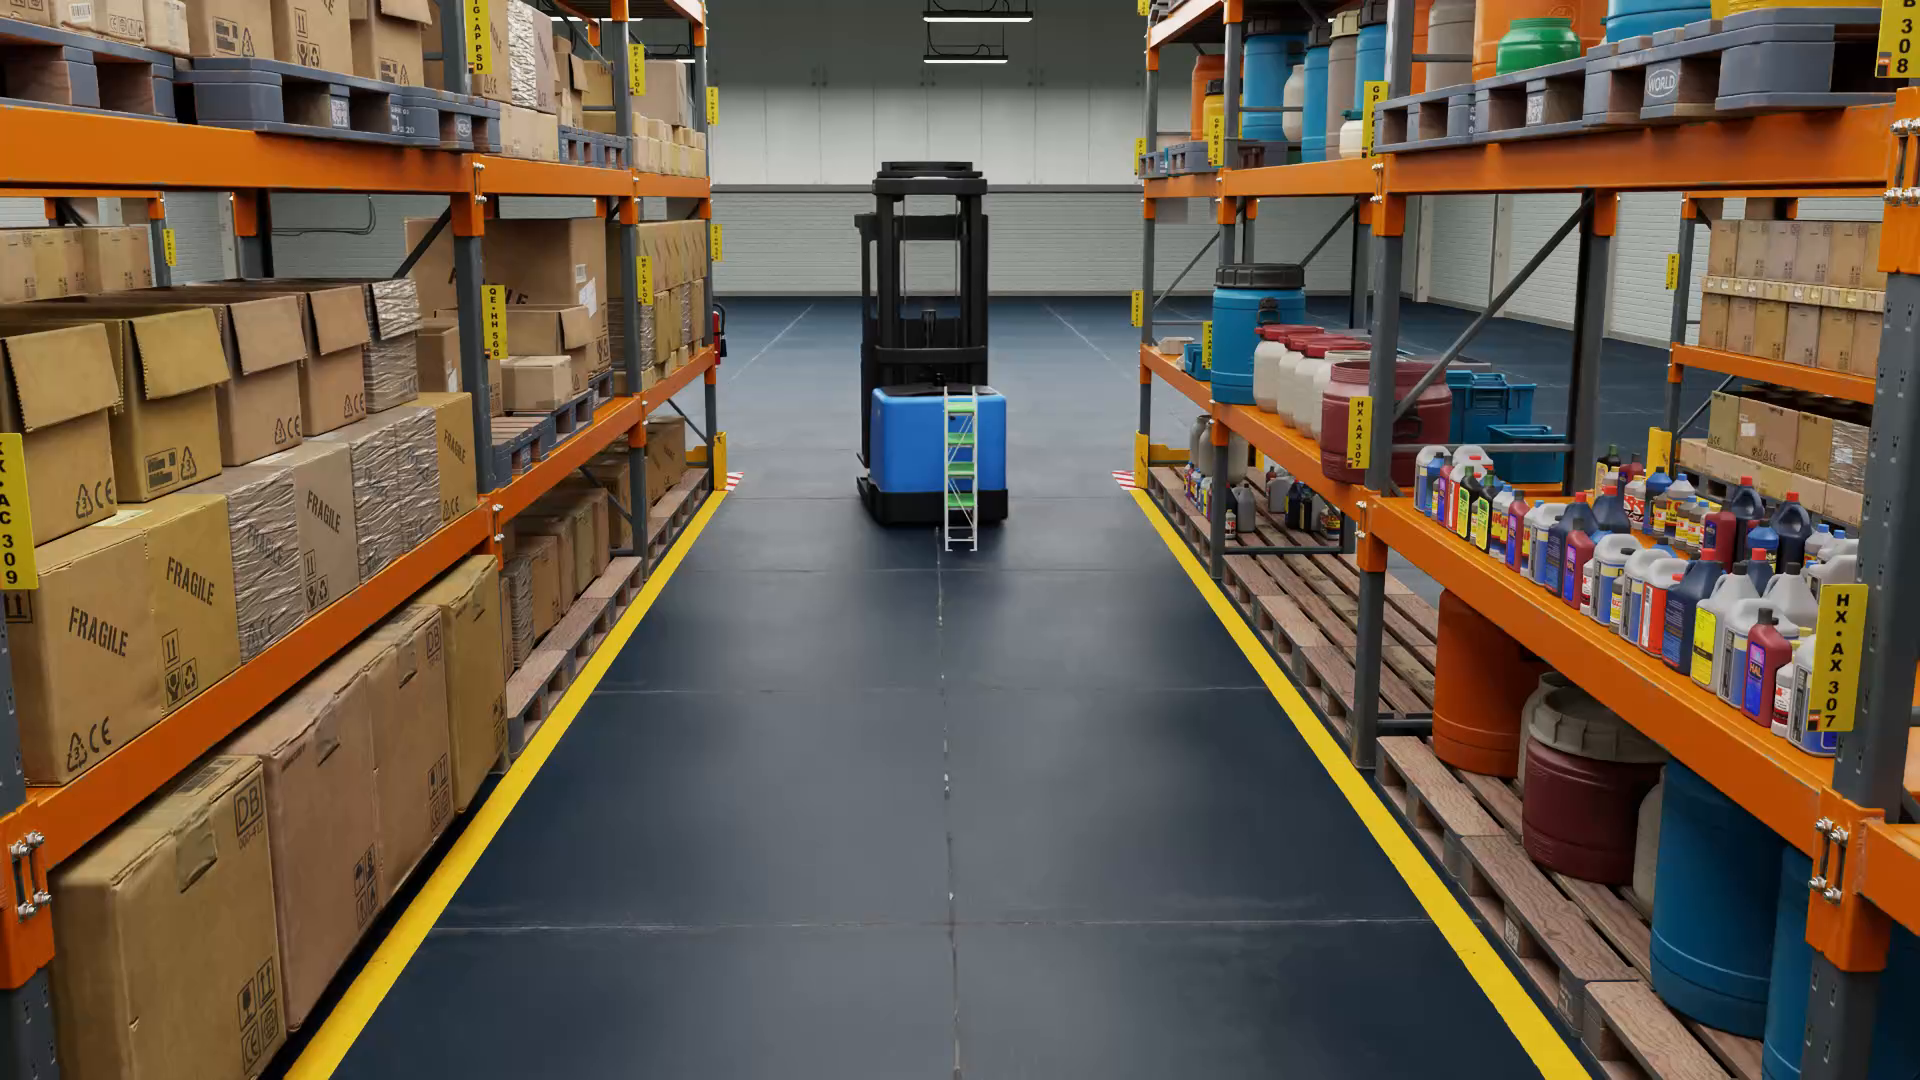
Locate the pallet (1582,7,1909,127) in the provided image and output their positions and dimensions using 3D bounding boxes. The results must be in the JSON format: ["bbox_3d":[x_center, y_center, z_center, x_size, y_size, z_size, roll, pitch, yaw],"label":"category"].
[{"bbox_3d":[2.318,-1.145,4.090,1.213,0.211,1.003,0,11,-1],"label":"pallet"}]

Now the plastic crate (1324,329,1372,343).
[{"bbox_3d":[2.582,-1.139,10.968,0.402,0.464,0.583,0,11,-1],"label":"plastic crate"}]

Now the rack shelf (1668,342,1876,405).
[{"bbox_3d":[7.177,-1.267,13.570,1.077,0.370,4.000,0,11,-1],"label":"rack shelf"}]

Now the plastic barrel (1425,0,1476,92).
[{"bbox_3d":[2.549,-2.287,7.984,0.600,0.901,0.600,0,11,0],"label":"plastic barrel"}]

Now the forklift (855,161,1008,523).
[{"bbox_3d":[-0.338,-1.820,14.656,1.130,2.935,3.031,-2,12,-8],"label":"forklift"}]

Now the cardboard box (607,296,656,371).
[{"bbox_3d":[-2.633,-1.467,11.745,0.875,0.500,0.500,0,11,-1],"label":"cardboard box"}]

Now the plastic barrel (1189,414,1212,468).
[{"bbox_3d":[2.273,-0.854,14.924,0.421,0.512,0.421,0,11,0],"label":"plastic barrel"}]

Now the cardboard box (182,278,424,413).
[{"bbox_3d":[-2.604,-0.782,6.596,0.797,0.503,0.637,0,11,1],"label":"cardboard box"}]

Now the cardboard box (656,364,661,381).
[{"bbox_3d":[-2.429,-1.252,12.318,0.380,0.149,0.250,0,11,-1],"label":"cardboard box"}]

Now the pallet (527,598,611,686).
[{"bbox_3d":[-2.640,0.582,9.658,1.003,0.211,1.213,0,11,-1],"label":"pallet"}]

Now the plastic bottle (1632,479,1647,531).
[{"bbox_3d":[2.775,-0.143,6.720,0.097,0.201,0.097,0,11,0],"label":"plastic bottle"}]

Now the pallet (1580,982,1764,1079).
[{"bbox_3d":[2.457,1.601,4.638,1.003,0.211,1.213,0,11,-1],"label":"pallet"}]

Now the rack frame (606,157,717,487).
[{"bbox_3d":[-2.768,-1.977,15.261,1.000,3.000,0.127,0,11,-1],"label":"rack frame"}]

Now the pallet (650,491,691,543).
[{"bbox_3d":[-2.763,-0.192,13.475,1.003,0.211,1.213,0,11,-1],"label":"pallet"}]

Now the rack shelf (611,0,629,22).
[{"bbox_3d":[-2.644,-3.176,8.897,1.077,0.370,4.000,0,11,-1],"label":"rack shelf"}]

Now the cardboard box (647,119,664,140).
[{"bbox_3d":[-2.409,-3.049,12.372,0.380,0.149,0.250,0,11,-2],"label":"cardboard box"}]

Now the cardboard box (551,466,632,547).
[{"bbox_3d":[-2.654,-0.243,11.941,0.500,0.500,0.500,-1,11,-3],"label":"cardboard box"}]

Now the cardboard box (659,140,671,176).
[{"bbox_3d":[-2.455,-2.873,12.510,0.500,0.250,0.500,-1,11,-3],"label":"cardboard box"}]

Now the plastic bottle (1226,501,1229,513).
[{"bbox_3d":[1.926,-0.181,12.133,0.061,0.283,0.133,0,11,2],"label":"plastic bottle"}]

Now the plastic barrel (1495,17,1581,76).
[{"bbox_3d":[2.141,-1.796,6.155,0.294,0.245,0.294,0,11,0],"label":"plastic barrel"}]

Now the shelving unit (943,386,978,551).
[{"bbox_3d":[0.003,-0.555,12.778,0.258,1.200,0.503,0,11,-1],"label":"shelving unit"}]

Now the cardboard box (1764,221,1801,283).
[{"bbox_3d":[7.161,-2.394,13.801,0.700,0.500,0.500,0,11,-1],"label":"cardboard box"}]

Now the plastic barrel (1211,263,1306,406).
[{"bbox_3d":[1.971,-1.370,11.008,0.600,0.901,0.708,0,11,-1],"label":"plastic barrel"}]

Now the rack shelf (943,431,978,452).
[{"bbox_3d":[0.003,-0.728,12.743,0.258,0.148,0.480,0,11,-1],"label":"rack shelf"}]

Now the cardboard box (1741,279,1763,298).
[{"bbox_3d":[6.944,-2.153,14.244,0.380,0.149,0.250,0,11,-2],"label":"cardboard box"}]

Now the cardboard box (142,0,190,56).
[{"bbox_3d":[-2.401,-1.441,4.650,0.380,0.149,0.250,-1,11,-3],"label":"cardboard box"}]

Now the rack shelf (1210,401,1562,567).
[{"bbox_3d":[2.307,-0.452,9.554,1.077,0.370,4.000,0,11,-1],"label":"rack shelf"}]

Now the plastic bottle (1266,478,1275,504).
[{"bbox_3d":[2.516,-0.397,13.401,0.097,0.201,0.097,0,11,0],"label":"plastic bottle"}]

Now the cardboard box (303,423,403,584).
[{"bbox_3d":[-2.327,-0.137,5.937,0.500,0.500,0.500,-1,11,-3],"label":"cardboard box"}]

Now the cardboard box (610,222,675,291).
[{"bbox_3d":[-2.463,-2.156,12.629,0.500,0.500,0.500,0,11,-1],"label":"cardboard box"}]

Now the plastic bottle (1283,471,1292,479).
[{"bbox_3d":[2.648,-0.441,13.245,0.144,0.351,0.185,0,11,1],"label":"plastic bottle"}]

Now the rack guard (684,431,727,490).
[{"bbox_3d":[-2.767,-0.737,15.435,1.175,0.500,0.348,0,11,-1],"label":"rack guard"}]

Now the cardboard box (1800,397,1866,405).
[{"bbox_3d":[7.480,-0.939,14.116,0.500,0.500,0.500,0,11,-1],"label":"cardboard box"}]

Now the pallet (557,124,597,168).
[{"bbox_3d":[-2.755,-2.231,9.439,1.213,0.211,1.003,0,11,-1],"label":"pallet"}]

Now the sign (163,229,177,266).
[{"bbox_3d":[-7.187,-2.660,15.118,0.100,0.325,0.005,0,11,-1],"label":"sign"}]

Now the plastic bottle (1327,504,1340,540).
[{"bbox_3d":[2.698,-0.146,11.991,0.097,0.271,0.097,0,11,0],"label":"plastic bottle"}]

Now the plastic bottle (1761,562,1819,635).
[{"bbox_3d":[2.229,0.230,4.505,0.144,0.351,0.185,0,11,-1],"label":"plastic bottle"}]

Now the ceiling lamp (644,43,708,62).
[{"bbox_3d":[-6.929,-12.819,38.933,2.000,3.185,0.800,0,11,-1],"label":"ceiling lamp"}]

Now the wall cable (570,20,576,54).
[{"bbox_3d":[-12.086,-14.474,45.439,3.097,2.526,0.112,0,11,-1],"label":"wall cable"}]

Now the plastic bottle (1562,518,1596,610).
[{"bbox_3d":[2.024,0.076,5.432,0.061,0.283,0.133,0,11,-1],"label":"plastic bottle"}]

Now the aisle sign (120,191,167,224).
[{"bbox_3d":[-7.431,-3.266,15.077,0.394,0.787,0.004,0,11,-1],"label":"aisle sign"}]

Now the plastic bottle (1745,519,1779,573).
[{"bbox_3d":[2.656,0.066,5.514,0.097,0.271,0.097,0,11,0],"label":"plastic bottle"}]

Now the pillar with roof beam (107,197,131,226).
[{"bbox_3d":[-14.717,-9.502,37.262,9.100,9.000,0.548,0,11,-1],"label":"pillar with roof beam"}]

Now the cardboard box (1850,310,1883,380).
[{"bbox_3d":[7.186,-1.464,12.480,0.700,0.500,0.500,0,11,-2],"label":"cardboard box"}]

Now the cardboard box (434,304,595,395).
[{"bbox_3d":[-2.558,-1.094,9.593,0.797,0.503,0.637,1,12,5],"label":"cardboard box"}]

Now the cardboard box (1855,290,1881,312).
[{"bbox_3d":[6.981,-1.796,12.483,0.380,0.149,0.250,0,11,-1],"label":"cardboard box"}]

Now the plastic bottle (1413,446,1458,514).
[{"bbox_3d":[2.035,-0.259,7.105,0.152,0.276,0.135,0,11,-1],"label":"plastic bottle"}]

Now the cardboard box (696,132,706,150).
[{"bbox_3d":[-2.451,-3.515,14.673,0.380,0.149,0.250,0,11,-1],"label":"cardboard box"}]

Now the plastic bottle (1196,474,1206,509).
[{"bbox_3d":[1.923,-0.386,13.174,0.097,0.271,0.097,0,11,0],"label":"plastic bottle"}]

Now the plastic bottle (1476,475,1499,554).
[{"bbox_3d":[2.006,-0.098,6.292,0.061,0.283,0.133,0,11,-1],"label":"plastic bottle"}]

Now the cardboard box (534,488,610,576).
[{"bbox_3d":[-2.695,-0.051,10.945,0.700,0.500,0.500,-1,12,-6],"label":"cardboard box"}]

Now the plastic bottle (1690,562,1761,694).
[{"bbox_3d":[2.085,0.231,4.502,0.144,0.351,0.185,0,11,-1],"label":"plastic bottle"}]

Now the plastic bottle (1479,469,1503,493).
[{"bbox_3d":[2.080,-0.142,6.539,0.097,0.271,0.097,0,11,0],"label":"plastic bottle"}]

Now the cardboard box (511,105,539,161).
[{"bbox_3d":[-2.368,-1.980,8.108,0.500,0.250,0.500,0,11,0],"label":"cardboard box"}]

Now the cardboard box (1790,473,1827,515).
[{"bbox_3d":[6.965,-0.370,13.200,0.500,0.250,0.500,0,11,-1],"label":"cardboard box"}]

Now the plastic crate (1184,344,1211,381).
[{"bbox_3d":[1.972,-1.349,12.536,0.499,0.251,0.616,0,11,-1],"label":"plastic crate"}]

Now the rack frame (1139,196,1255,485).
[{"bbox_3d":[2.183,-1.998,15.361,1.000,3.000,0.127,0,11,-1],"label":"rack frame"}]

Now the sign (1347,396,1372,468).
[{"bbox_3d":[1.799,-0.484,7.489,0.100,0.325,0.005,0,11,-1],"label":"sign"}]
